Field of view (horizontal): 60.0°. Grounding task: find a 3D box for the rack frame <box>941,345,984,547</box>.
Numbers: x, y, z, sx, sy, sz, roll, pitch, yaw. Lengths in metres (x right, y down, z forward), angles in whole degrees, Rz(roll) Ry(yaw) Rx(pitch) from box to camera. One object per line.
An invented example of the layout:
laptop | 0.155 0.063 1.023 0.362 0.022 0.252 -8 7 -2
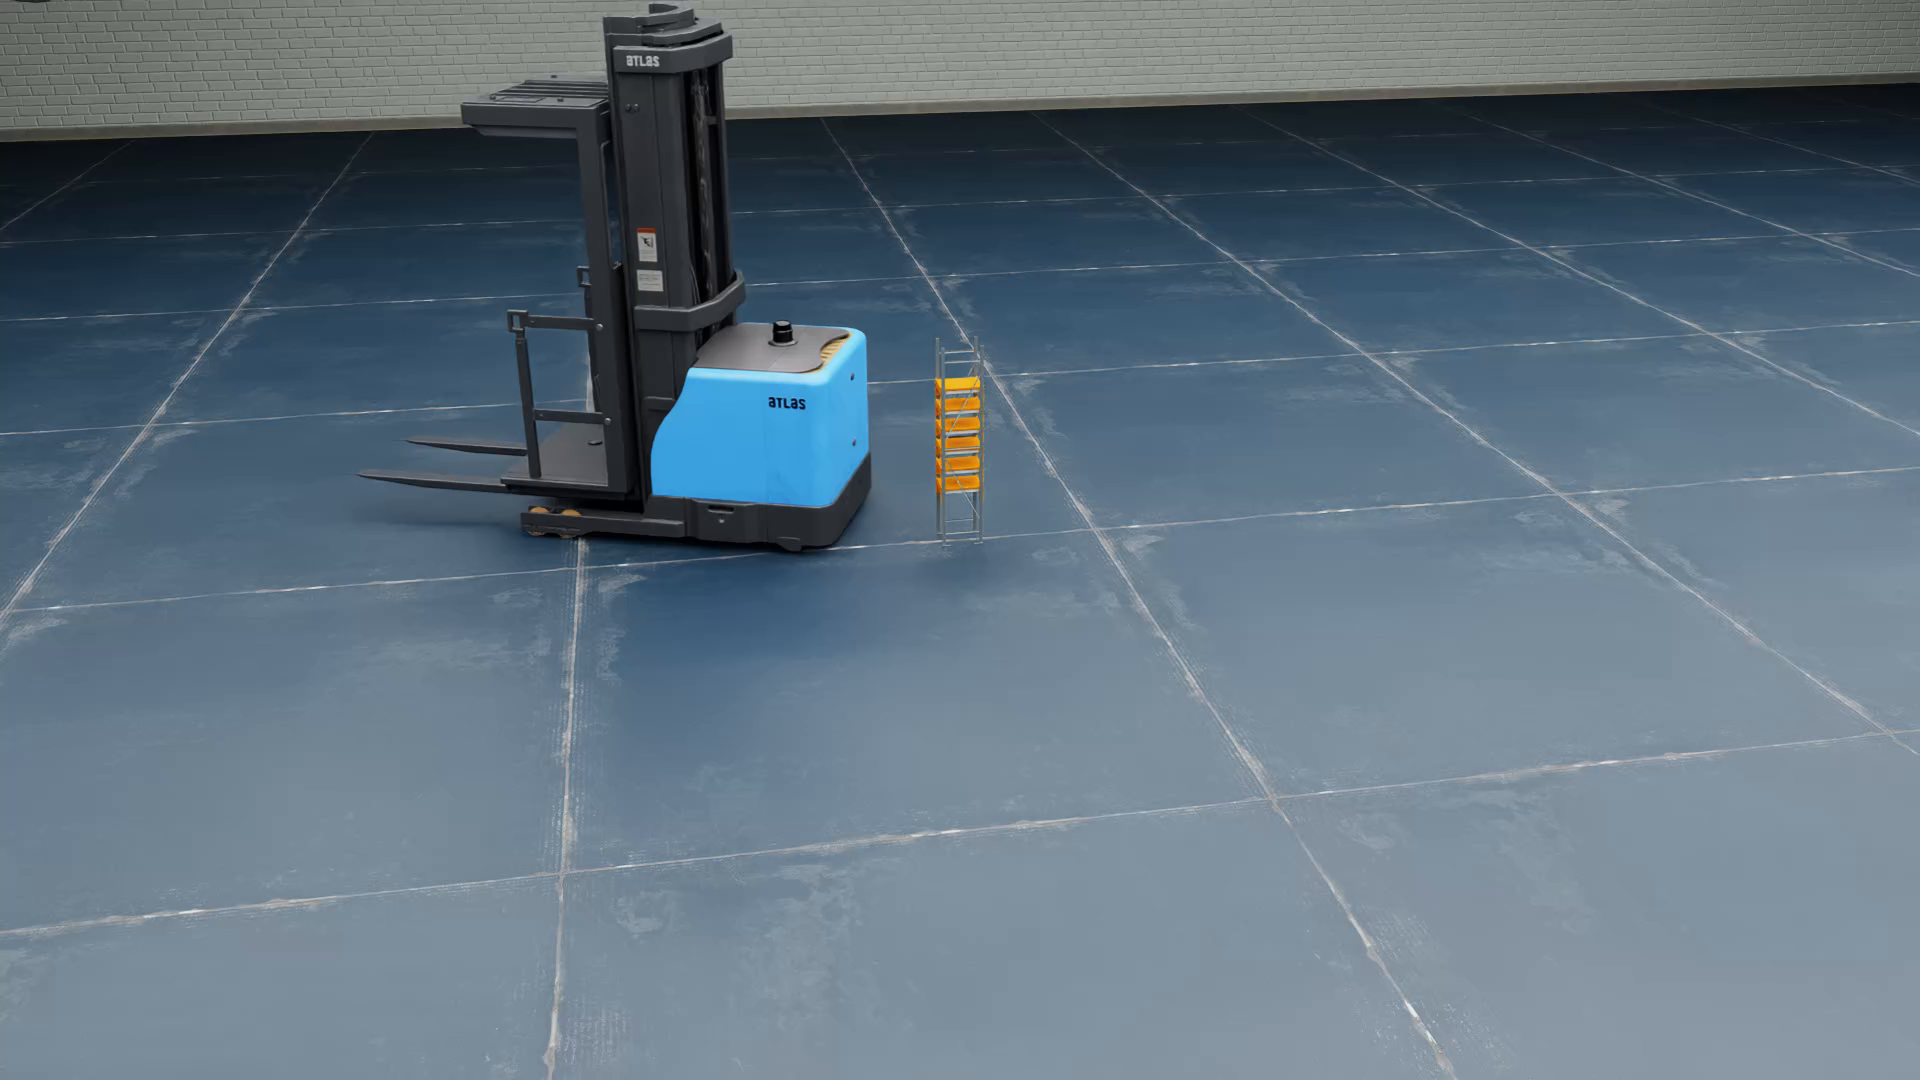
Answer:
rack frame | 0.014 -0.520 9.440 0.240 1.200 0.006 -4 24 -10

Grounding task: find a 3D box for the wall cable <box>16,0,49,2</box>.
wall cable | -12.773 -7.829 20.312 3.097 2.526 0.112 -4 24 -10

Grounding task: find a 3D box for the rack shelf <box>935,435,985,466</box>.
rack shelf | -0.003 -0.515 9.541 0.258 0.103 0.180 -4 24 -10

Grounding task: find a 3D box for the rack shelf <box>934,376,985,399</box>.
rack shelf | -0.003 -0.845 9.397 0.258 0.103 0.180 -4 24 -10

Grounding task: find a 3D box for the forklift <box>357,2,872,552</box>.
forklift | -2.117 -1.553 9.644 3.031 2.935 1.130 4 24 10

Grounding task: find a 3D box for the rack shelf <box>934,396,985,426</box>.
rack shelf | -0.003 -0.735 9.445 0.258 0.103 0.180 -4 24 -10

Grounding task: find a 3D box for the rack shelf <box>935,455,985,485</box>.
rack shelf | -0.003 -0.405 9.589 0.258 0.103 0.180 -4 24 -10

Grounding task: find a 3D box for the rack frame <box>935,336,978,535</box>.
rack frame | -0.020 -0.592 9.605 0.240 1.200 0.006 -4 24 -10

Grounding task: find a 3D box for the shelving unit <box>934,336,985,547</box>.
shelving unit | -0.003 -0.556 9.523 0.258 1.200 0.189 -4 24 -10

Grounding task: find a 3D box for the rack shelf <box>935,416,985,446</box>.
rack shelf | -0.003 -0.625 9.493 0.258 0.103 0.180 -4 24 -10

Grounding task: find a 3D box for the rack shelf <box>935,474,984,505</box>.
rack shelf | -0.003 -0.295 9.637 0.258 0.103 0.180 -4 24 -10
